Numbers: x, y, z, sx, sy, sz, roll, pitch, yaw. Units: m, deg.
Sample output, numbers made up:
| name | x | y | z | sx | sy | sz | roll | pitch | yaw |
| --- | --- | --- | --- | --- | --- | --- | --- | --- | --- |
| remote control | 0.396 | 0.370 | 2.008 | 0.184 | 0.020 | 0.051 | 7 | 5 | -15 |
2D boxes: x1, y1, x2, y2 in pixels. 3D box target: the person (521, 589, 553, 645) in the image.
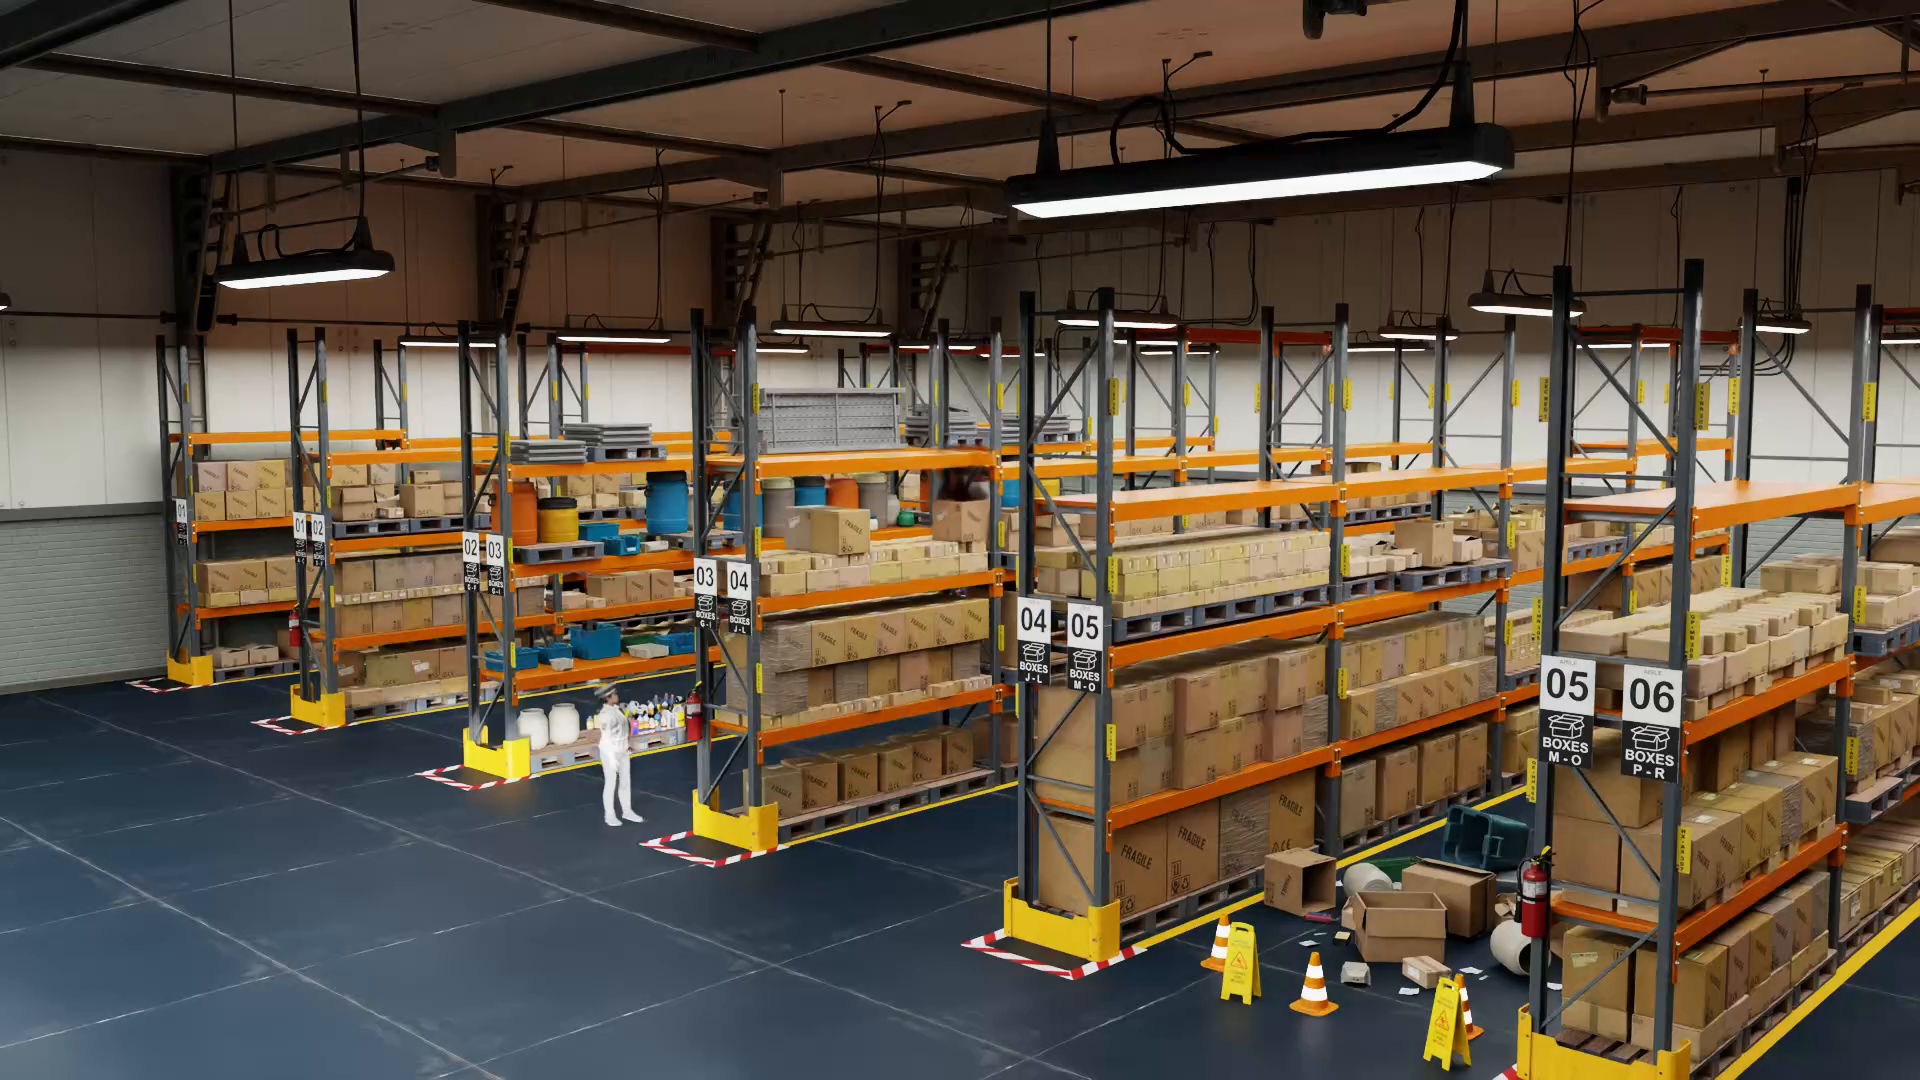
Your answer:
| name | x | y | z | sx | sy | sz | roll | pitch | yaw |
| --- | --- | --- | --- | --- | --- | --- | --- | --- | --- |
| person | -7.677 | 1.496 | 30.068 | 0.548 | 1.829 | 0.476 | 1 | 5 | 12 |

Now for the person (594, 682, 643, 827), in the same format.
| name | x | y | z | sx | sy | sz | roll | pitch | yaw |
| --- | --- | --- | --- | --- | --- | --- | --- | --- | --- |
| person | -4.030 | 2.498 | 19.541 | 0.452 | 1.696 | 0.545 | 2 | 6 | 24 |
